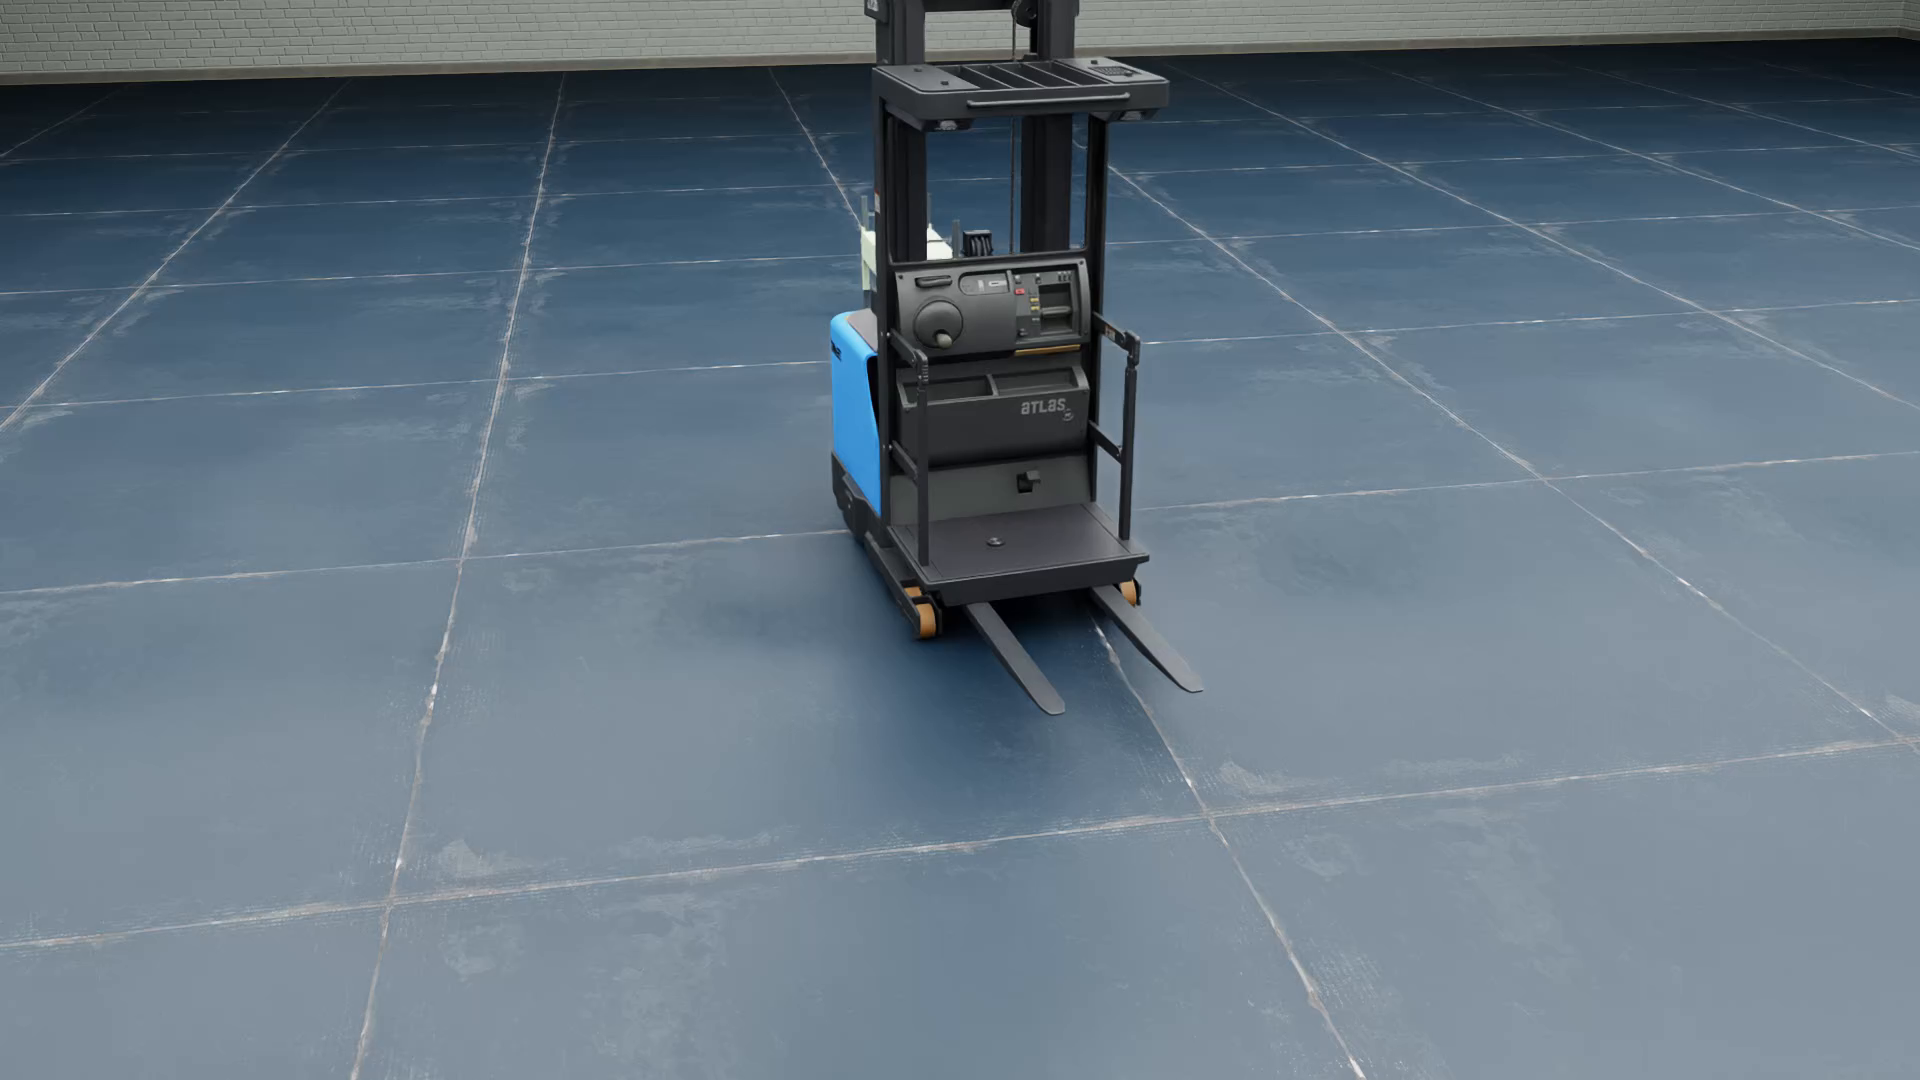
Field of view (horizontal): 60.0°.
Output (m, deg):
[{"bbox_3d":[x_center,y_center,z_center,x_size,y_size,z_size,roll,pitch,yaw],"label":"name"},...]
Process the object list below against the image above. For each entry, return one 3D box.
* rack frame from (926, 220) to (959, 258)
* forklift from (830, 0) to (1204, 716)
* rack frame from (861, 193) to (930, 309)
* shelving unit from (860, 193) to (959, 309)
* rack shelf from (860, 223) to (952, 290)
[{"bbox_3d":[-0.205,-1.009,9.187,0.400,1.500,0.023,-5,24,-12],"label":"rack frame"},{"bbox_3d":[0.224,-1.063,7.523,1.130,2.935,3.031,-7,25,-16],"label":"forklift"},{"bbox_3d":[-0.369,-1.295,9.841,0.400,1.500,0.023,-5,24,-12],"label":"rack frame"},{"bbox_3d":[-0.287,-1.152,9.514,0.431,1.500,0.755,-5,24,-12],"label":"shelving unit"},{"bbox_3d":[-0.287,-1.510,9.358,0.431,0.370,0.720,-5,24,-12],"label":"rack shelf"}]
